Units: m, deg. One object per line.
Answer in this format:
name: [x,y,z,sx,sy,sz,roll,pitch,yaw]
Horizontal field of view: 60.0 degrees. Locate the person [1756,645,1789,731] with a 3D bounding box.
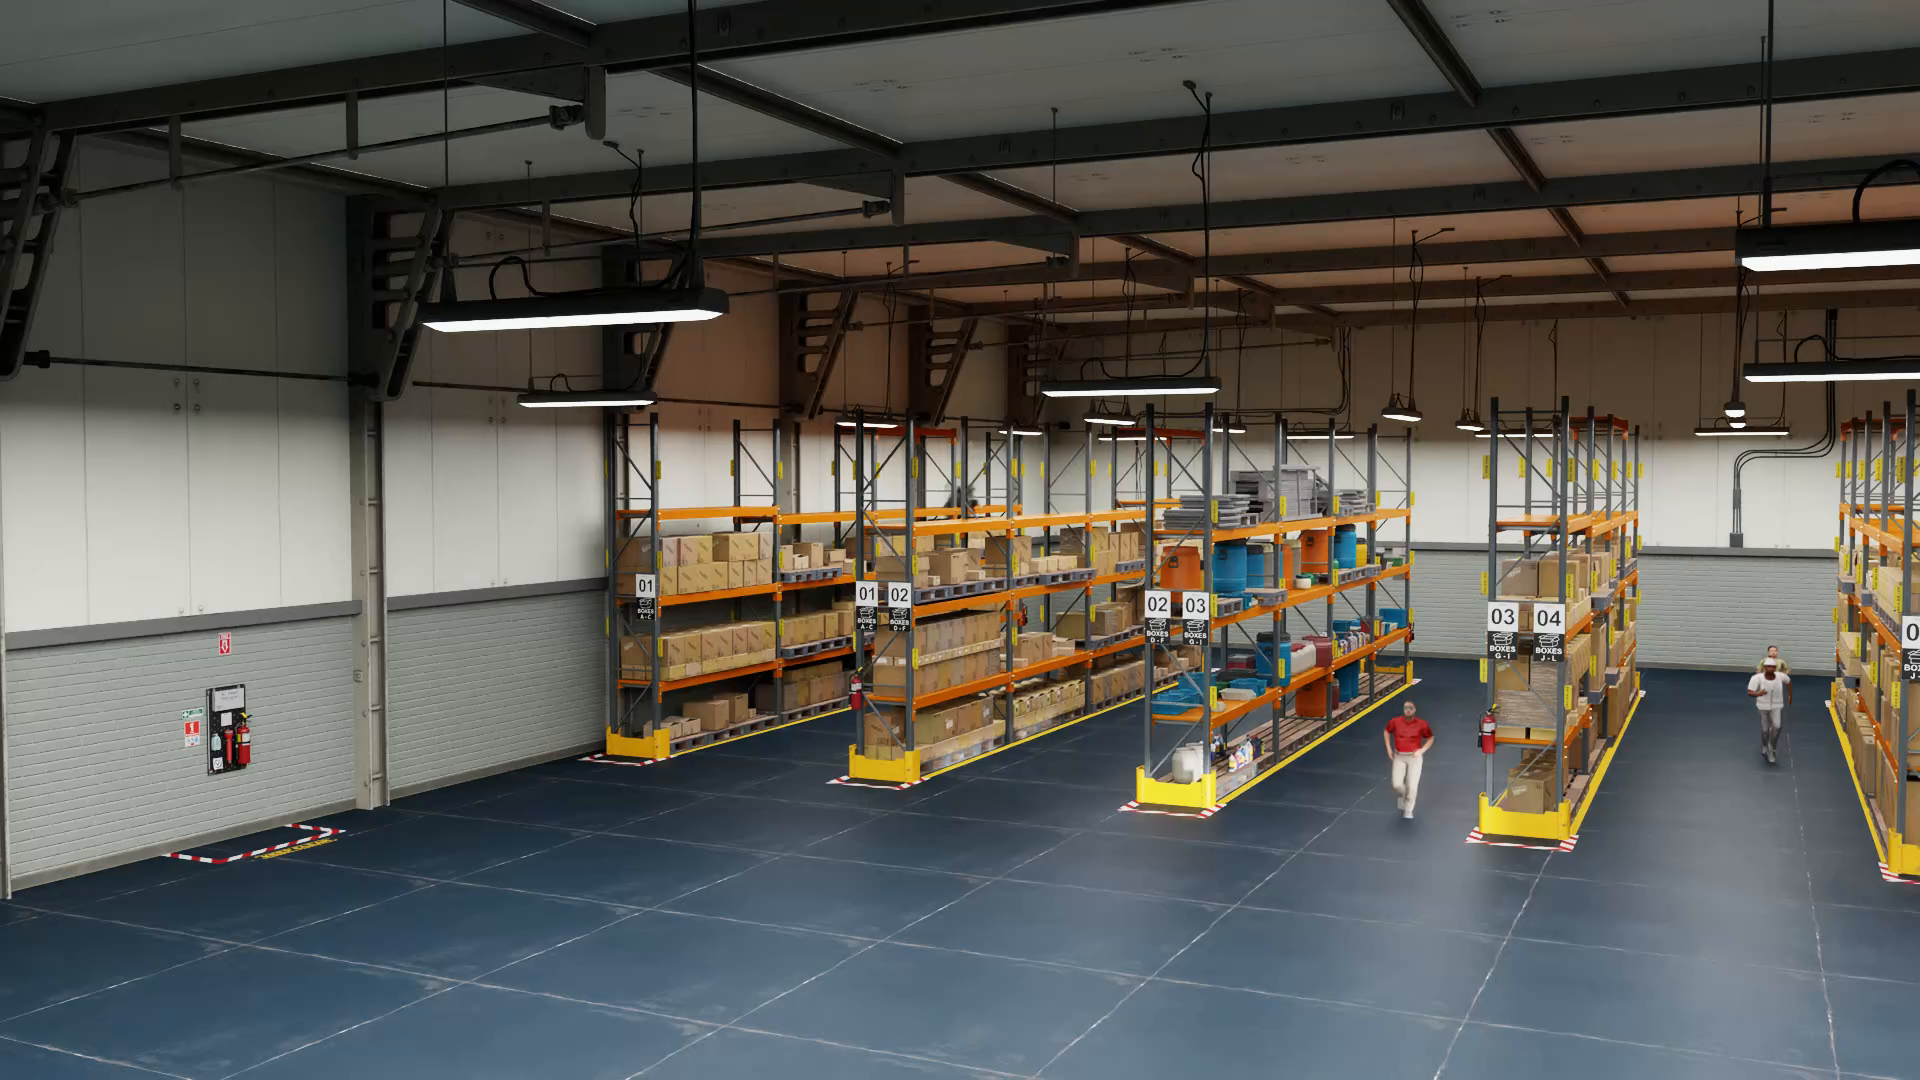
person: [15.575,2.837,31.864,0.579,1.644,0.856,1,3,21]

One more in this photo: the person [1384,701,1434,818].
person: [6.423,3.146,23.858,0.717,1.678,0.544,1,3,22]

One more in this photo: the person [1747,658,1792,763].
person: [13.960,2.923,28.672,0.727,1.796,0.842,1,3,19]
